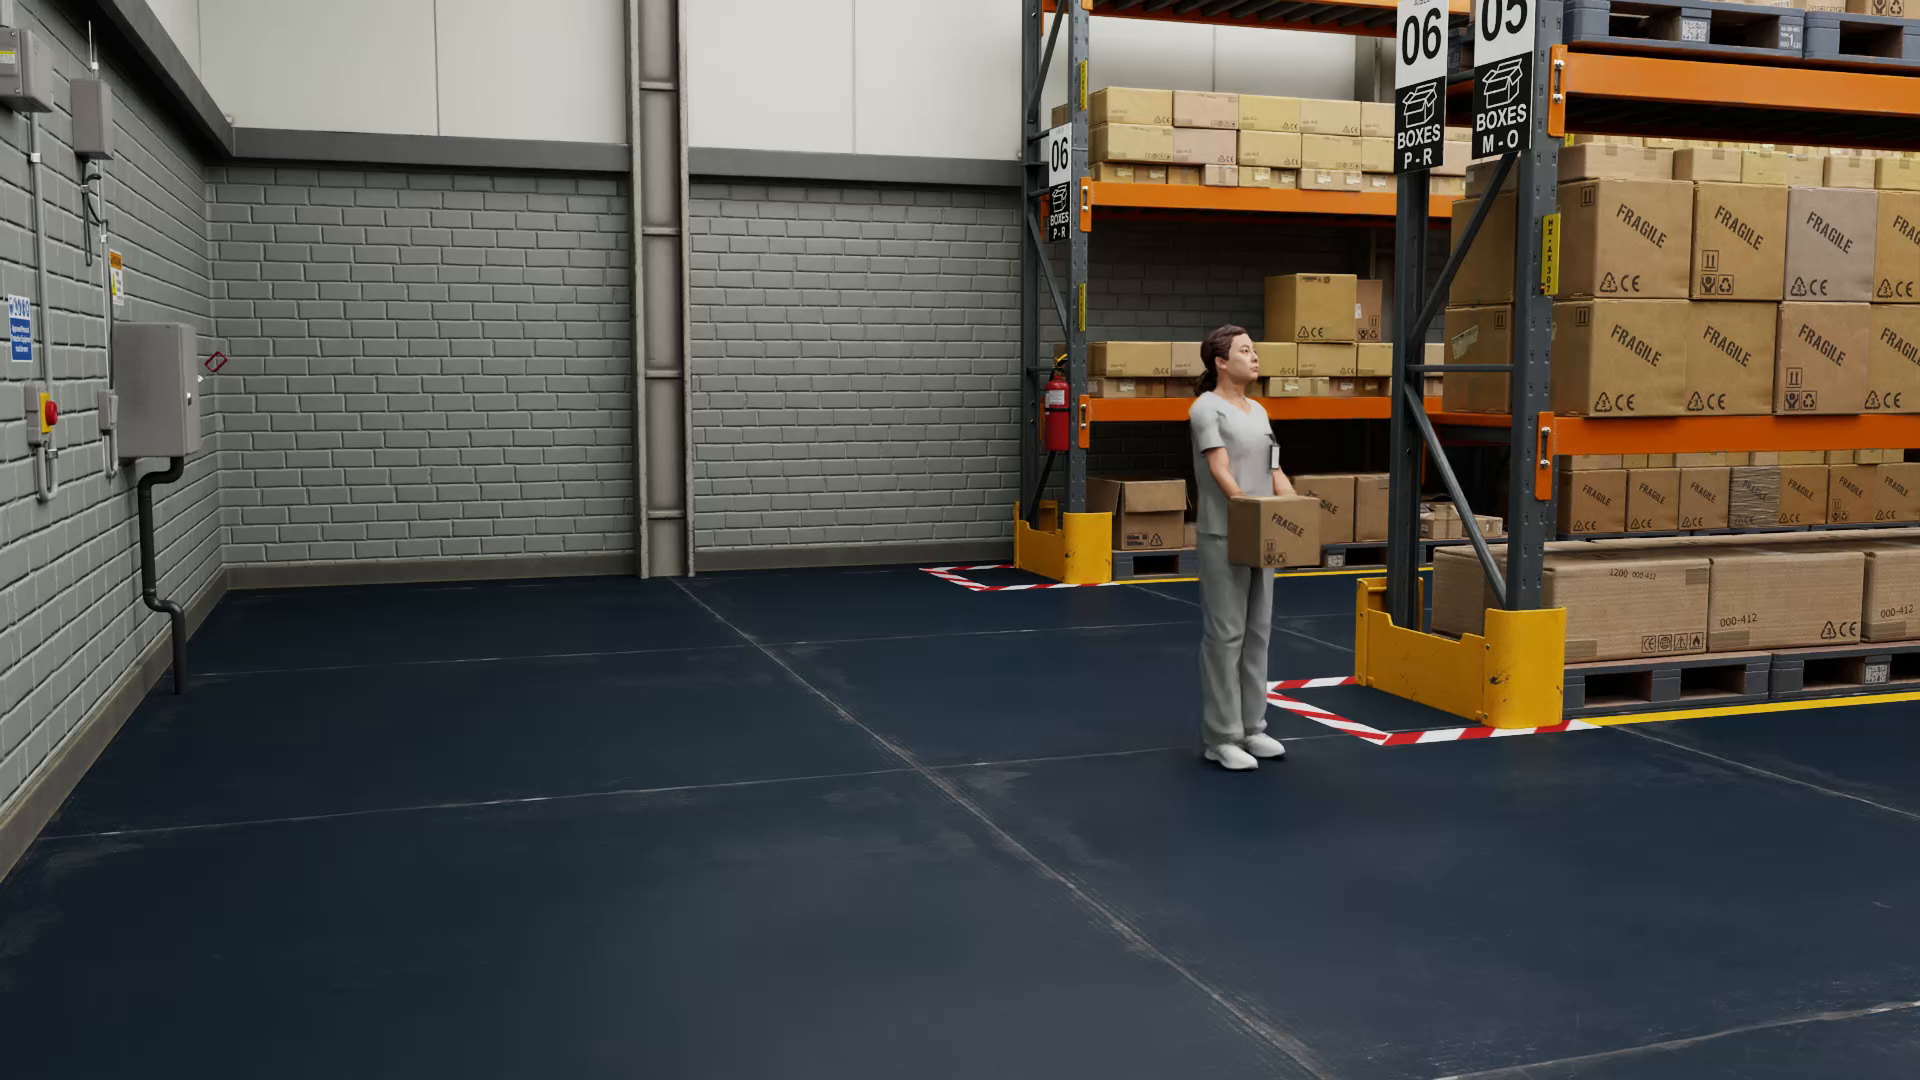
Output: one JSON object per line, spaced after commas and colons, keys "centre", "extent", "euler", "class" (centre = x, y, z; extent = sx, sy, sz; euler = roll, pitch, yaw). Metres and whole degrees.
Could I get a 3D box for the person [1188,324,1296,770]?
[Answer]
{"centre": [1.096, 0.007, 6.440], "extent": [0.500, 1.678, 0.514], "euler": [-6, 8, -43], "class": "person"}
